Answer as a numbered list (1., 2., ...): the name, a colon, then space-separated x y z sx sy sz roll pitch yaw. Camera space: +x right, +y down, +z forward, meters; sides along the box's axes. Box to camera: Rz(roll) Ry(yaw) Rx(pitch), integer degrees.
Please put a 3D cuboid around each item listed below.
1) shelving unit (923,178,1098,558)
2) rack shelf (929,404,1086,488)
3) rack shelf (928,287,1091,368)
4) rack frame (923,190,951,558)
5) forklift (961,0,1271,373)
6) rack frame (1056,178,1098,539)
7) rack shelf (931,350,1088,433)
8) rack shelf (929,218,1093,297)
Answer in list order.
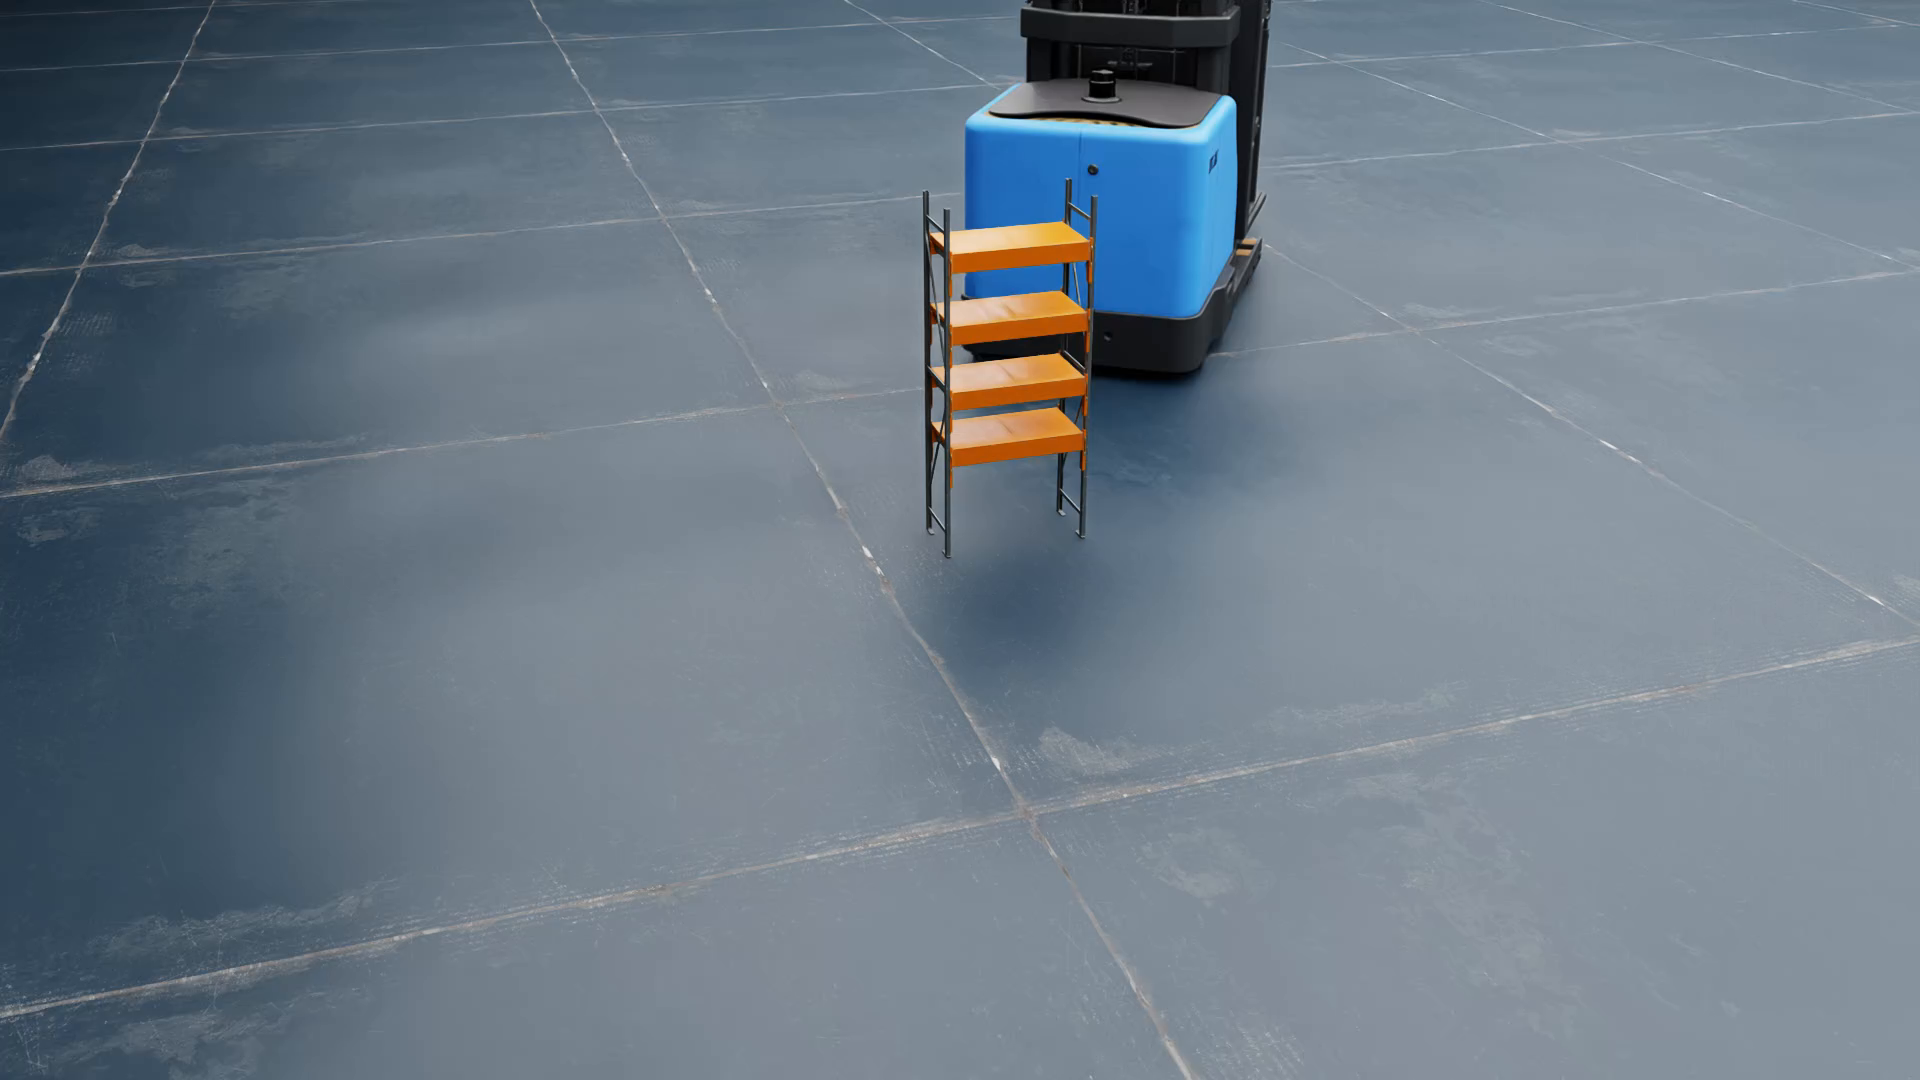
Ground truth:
1. shelving unit: 0.157 -0.560 5.529 0.503 1.200 0.258 -8 28 -16
2. rack shelf: 0.157 -0.322 5.647 0.480 0.148 0.258 -8 28 -16
3. rack shelf: 0.157 -0.700 5.460 0.480 0.148 0.258 -8 28 -16
4. rack frame: -0.075 -0.527 5.461 0.015 1.200 0.240 -8 28 -16
5. forklift: 0.920 -2.651 7.794 1.130 2.935 3.031 8 27 15
6. rack frame: 0.389 -0.594 5.597 0.015 1.200 0.240 -8 28 -16
7. rack shelf: 0.157 -0.500 5.559 0.480 0.148 0.258 -8 28 -16
8. rack shelf: 0.157 -0.912 5.354 0.480 0.148 0.258 -8 28 -16
